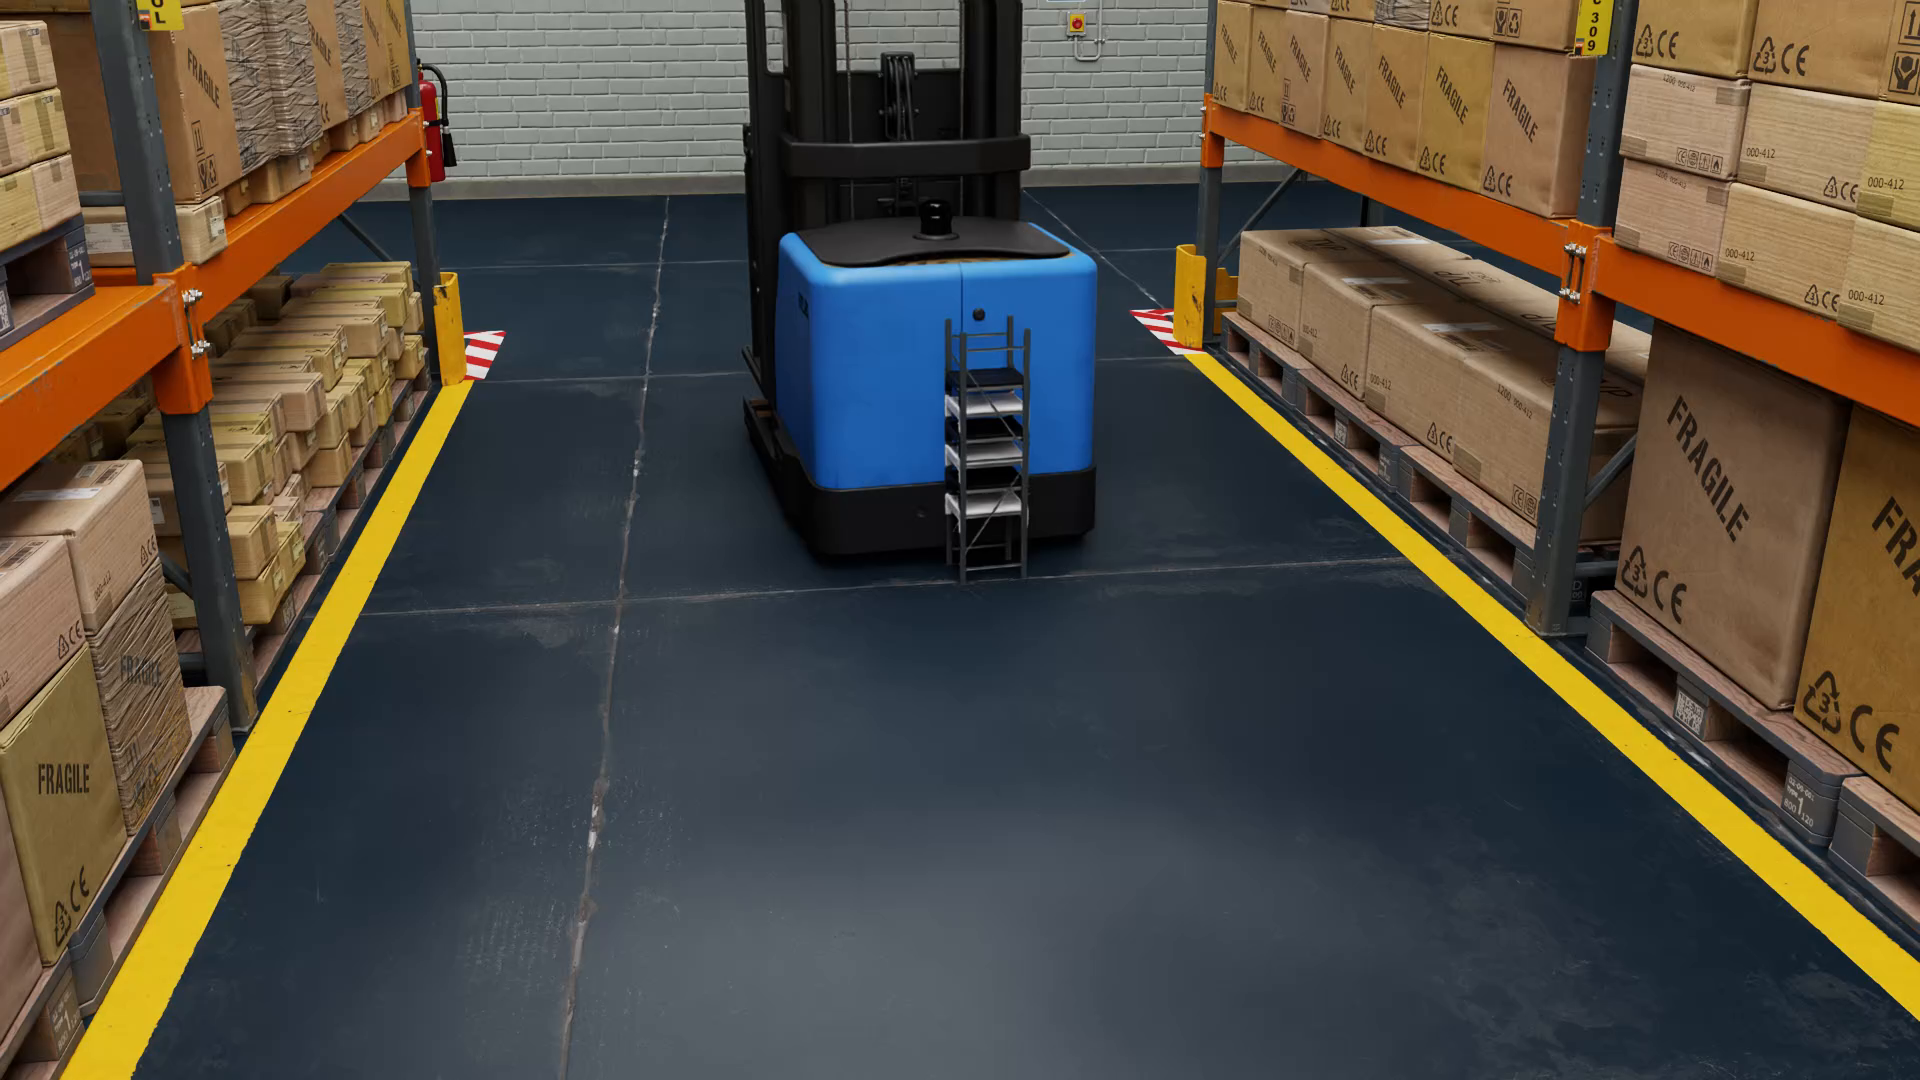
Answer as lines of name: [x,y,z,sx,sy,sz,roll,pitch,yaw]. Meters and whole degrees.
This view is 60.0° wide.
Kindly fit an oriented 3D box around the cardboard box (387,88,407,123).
cardboard box: [-2.777,-2.015,7.683,0.380,0.149,0.250,-3,21,-8]

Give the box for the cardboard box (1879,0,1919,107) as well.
cardboard box: [2.306,-1.131,3.384,0.500,0.500,0.500,-3,21,-9]

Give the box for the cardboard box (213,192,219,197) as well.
cardboard box: [-2.355,-0.929,4.775,0.380,0.149,0.250,-2,21,-6]

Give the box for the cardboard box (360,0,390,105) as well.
cardboard box: [-2.715,-2.096,6.973,0.500,0.500,0.500,-3,21,-9]

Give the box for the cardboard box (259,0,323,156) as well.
cardboard box: [-2.464,-1.564,5.548,0.500,0.500,0.500,-3,21,-9]

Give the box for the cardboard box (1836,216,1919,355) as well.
cardboard box: [2.293,-0.538,3.583,0.500,0.250,0.500,-3,21,-8]

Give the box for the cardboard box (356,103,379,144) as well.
cardboard box: [-2.667,-1.754,6.983,0.380,0.149,0.250,-2,21,-6]

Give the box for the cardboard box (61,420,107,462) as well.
cardboard box: [-2.955,-0.268,5.272,0.380,0.149,0.250,-3,21,-8]

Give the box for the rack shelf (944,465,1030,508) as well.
rack shelf: [0.092,-0.189,5.789,0.258,0.077,0.200,-5,21,-13]

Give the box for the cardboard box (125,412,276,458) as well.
cardboard box: [-2.438,-0.299,5.354,0.380,0.149,0.250,-3,21,-9]

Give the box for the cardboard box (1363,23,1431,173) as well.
cardboard box: [1.870,-1.677,6.275,0.500,0.500,0.500,-3,21,-9]

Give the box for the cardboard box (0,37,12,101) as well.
cardboard box: [-2.236,-0.982,3.466,0.380,0.149,0.250,-4,21,-9]

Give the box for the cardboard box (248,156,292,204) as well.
cardboard box: [-2.450,-1.203,5.510,0.380,0.149,0.250,-3,21,-7]

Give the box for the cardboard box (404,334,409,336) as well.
cardboard box: [-2.821,-0.921,7.868,0.380,0.149,0.250,-3,21,-7]

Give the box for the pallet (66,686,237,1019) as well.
pallet: [-2.413,0.730,3.961,1.003,0.211,1.213,-3,21,-8]

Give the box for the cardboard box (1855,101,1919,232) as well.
cardboard box: [2.291,-0.773,3.499,0.500,0.250,0.500,-3,21,-7]

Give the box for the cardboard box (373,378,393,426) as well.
cardboard box: [-2.584,-0.571,6.932,0.380,0.149,0.250,-4,21,-10]

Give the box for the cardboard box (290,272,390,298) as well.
cardboard box: [-2.797,-1.111,7.527,0.380,0.149,0.250,-3,21,-7]

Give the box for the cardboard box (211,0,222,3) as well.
cardboard box: [-2.441,-1.848,4.880,0.500,0.500,0.500,-4,21,-9]

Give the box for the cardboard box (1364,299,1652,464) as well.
cardboard box: [2.243,-0.660,6.758,0.875,0.438,0.875,-4,21,-9]

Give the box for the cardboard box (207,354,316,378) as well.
cardboard box: [-2.575,-0.571,6.081,0.380,0.149,0.250,-4,21,-10]

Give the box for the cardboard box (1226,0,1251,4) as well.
cardboard box: [1.568,-2.850,7.989,0.500,0.500,0.500,-3,21,-9]

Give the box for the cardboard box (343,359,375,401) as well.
cardboard box: [-2.562,-0.615,6.625,0.380,0.149,0.250,-2,21,-5]

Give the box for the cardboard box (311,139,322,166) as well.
cardboard box: [-2.624,-1.473,6.233,0.380,0.149,0.250,-3,21,-7]

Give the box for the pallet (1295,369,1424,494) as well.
pallet: [2.145,-0.515,7.294,1.003,0.211,1.213,-3,21,-8]

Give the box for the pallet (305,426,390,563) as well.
pallet: [-2.838,-0.194,6.434,1.003,0.211,1.213,-3,21,-8]

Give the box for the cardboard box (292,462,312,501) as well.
cardboard box: [-2.547,-0.202,5.944,0.380,0.149,0.250,-4,21,-10]

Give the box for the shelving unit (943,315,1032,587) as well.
shelving unit: [0.092,-0.305,5.745,0.258,0.900,0.210,-5,21,-13]

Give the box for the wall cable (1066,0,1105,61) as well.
wall cable: [0.944,-4.957,13.705,0.585,1.953,0.123,-3,21,-8]

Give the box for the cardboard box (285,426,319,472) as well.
cardboard box: [-2.511,-0.344,5.899,0.380,0.149,0.250,-2,21,-5]

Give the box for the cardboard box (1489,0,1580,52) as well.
cardboard box: [2.016,-1.796,5.164,0.500,0.500,0.500,-3,21,-8]

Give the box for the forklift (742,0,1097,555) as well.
forklift: [-0.353,-1.804,6.856,1.130,2.935,3.031,-5,21,-13]

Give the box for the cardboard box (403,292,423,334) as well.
cardboard box: [-2.745,-1.063,7.825,0.380,0.149,0.250,-3,21,-9]

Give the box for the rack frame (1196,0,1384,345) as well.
rack frame: [1.780,-2.516,8.665,1.000,3.000,0.127,-3,21,-8]

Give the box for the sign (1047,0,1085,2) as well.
sign: [0.888,-4.612,13.892,0.327,0.218,0.001,-3,21,-8]

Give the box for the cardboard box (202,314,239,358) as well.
cardboard box: [-3.148,-0.811,6.725,0.380,0.149,0.250,-2,21,-6]

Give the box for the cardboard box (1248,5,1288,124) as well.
cardboard box: [1.666,-2.208,7.698,0.500,0.500,0.500,-3,21,-9]

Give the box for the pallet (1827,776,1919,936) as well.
pallet: [2.722,0.862,3.606,1.003,0.211,1.213,-3,21,-8]

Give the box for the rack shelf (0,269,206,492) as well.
rack shelf: [-2.239,0.183,2.466,1.077,0.370,4.000,-3,21,-8]

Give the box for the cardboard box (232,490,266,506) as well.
cardboard box: [-2.388,-0.071,5.170,0.380,0.149,0.250,-3,21,-7]

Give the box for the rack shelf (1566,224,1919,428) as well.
rack shelf: [2.645,-0.101,3.229,1.077,0.370,4.000,-3,21,-8]

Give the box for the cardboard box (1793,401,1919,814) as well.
cardboard box: [2.663,0.191,3.855,0.875,0.875,0.875,-2,21,-6]

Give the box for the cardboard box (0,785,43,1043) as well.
cardboard box: [-2.028,0.727,2.955,0.500,0.500,0.500,-3,21,-9]

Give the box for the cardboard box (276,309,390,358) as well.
cardboard box: [-2.566,-0.844,6.814,0.380,0.149,0.250,-2,21,-6]

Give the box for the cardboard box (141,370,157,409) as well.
cardboard box: [-3.097,-0.544,6.010,0.380,0.149,0.250,-4,21,-10]

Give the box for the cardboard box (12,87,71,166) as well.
cardboard box: [-2.274,-0.937,3.771,0.380,0.149,0.250,-2,21,-6]

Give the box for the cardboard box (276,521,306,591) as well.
cardboard box: [-2.300,0.058,5.248,0.380,0.149,0.250,-2,21,-6]

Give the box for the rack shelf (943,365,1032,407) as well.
rack shelf: [0.092,-0.526,5.663,0.258,0.077,0.200,-5,21,-13]

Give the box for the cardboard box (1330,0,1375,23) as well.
cardboard box: [1.804,-2.321,6.572,0.500,0.500,0.500,-3,21,-8]

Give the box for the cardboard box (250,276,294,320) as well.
cardboard box: [-3.205,-1.083,7.453,0.380,0.149,0.250,-3,21,-7]
